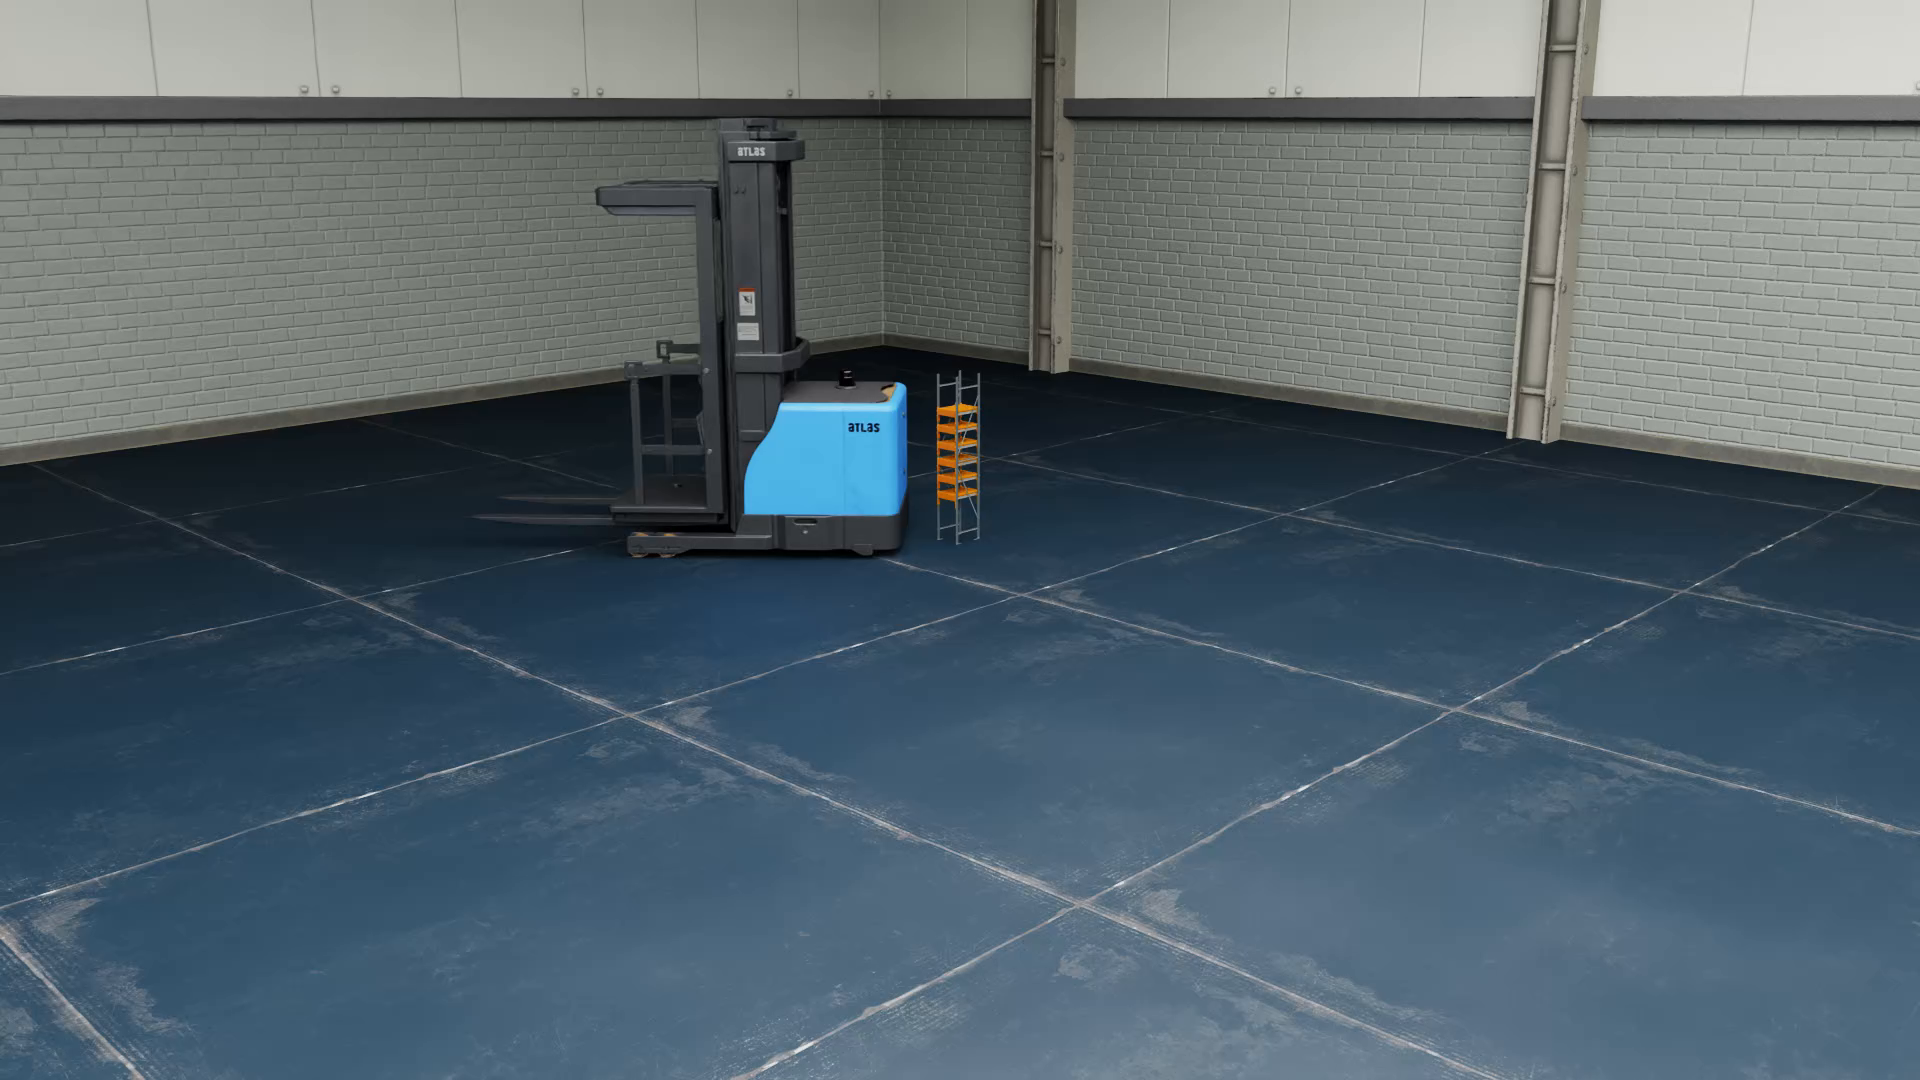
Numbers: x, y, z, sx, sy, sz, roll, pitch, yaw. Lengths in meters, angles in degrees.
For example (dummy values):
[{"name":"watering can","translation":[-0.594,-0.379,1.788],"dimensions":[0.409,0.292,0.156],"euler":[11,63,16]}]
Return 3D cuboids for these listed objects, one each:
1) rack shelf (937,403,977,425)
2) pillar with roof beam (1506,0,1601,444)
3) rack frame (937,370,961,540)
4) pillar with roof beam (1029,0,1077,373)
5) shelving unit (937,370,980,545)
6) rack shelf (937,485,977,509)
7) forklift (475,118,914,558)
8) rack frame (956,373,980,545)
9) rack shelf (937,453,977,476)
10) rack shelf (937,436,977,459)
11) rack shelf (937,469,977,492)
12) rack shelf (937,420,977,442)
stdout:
[{"name":"rack shelf","translation":[-0.010,-0.889,11.711],"dimensions":[0.180,0.103,0.258],"euler":[14,20,42]},{"name":"pillar with roof beam","translation":[2.386,-4.525,11.453],"dimensions":[0.400,9.000,9.100],"euler":[14,20,42]},{"name":"rack frame","translation":[-0.076,-0.599,11.852],"dimensions":[0.006,1.200,0.240],"euler":[14,20,42]},{"name":"pillar with roof beam","translation":[-1.933,-5.576,15.483],"dimensions":[0.400,9.000,9.100],"euler":[14,20,42]},{"name":"shelving unit","translation":[-0.010,-0.583,11.791],"dimensions":[0.189,1.200,0.258],"euler":[14,20,42]},{"name":"rack shelf","translation":[-0.010,-0.308,11.862],"dimensions":[0.180,0.103,0.258],"euler":[14,20,42]},{"name":"forklift","translation":[-1.872,-1.427,11.597],"dimensions":[3.031,2.935,1.130],"euler":[1,15,2]},{"name":"rack frame","translation":[0.055,-0.567,11.729],"dimensions":[0.006,1.200,0.240],"euler":[14,20,42]},{"name":"rack shelf","translation":[-0.010,-0.540,11.802],"dimensions":[0.180,0.103,0.258],"euler":[14,20,42]},{"name":"rack shelf","translation":[-0.010,-0.656,11.771],"dimensions":[0.180,0.103,0.258],"euler":[14,20,42]},{"name":"rack shelf","translation":[-0.010,-0.424,11.832],"dimensions":[0.180,0.103,0.258],"euler":[14,20,42]},{"name":"rack shelf","translation":[-0.010,-0.772,11.741],"dimensions":[0.180,0.103,0.258],"euler":[14,20,42]}]
